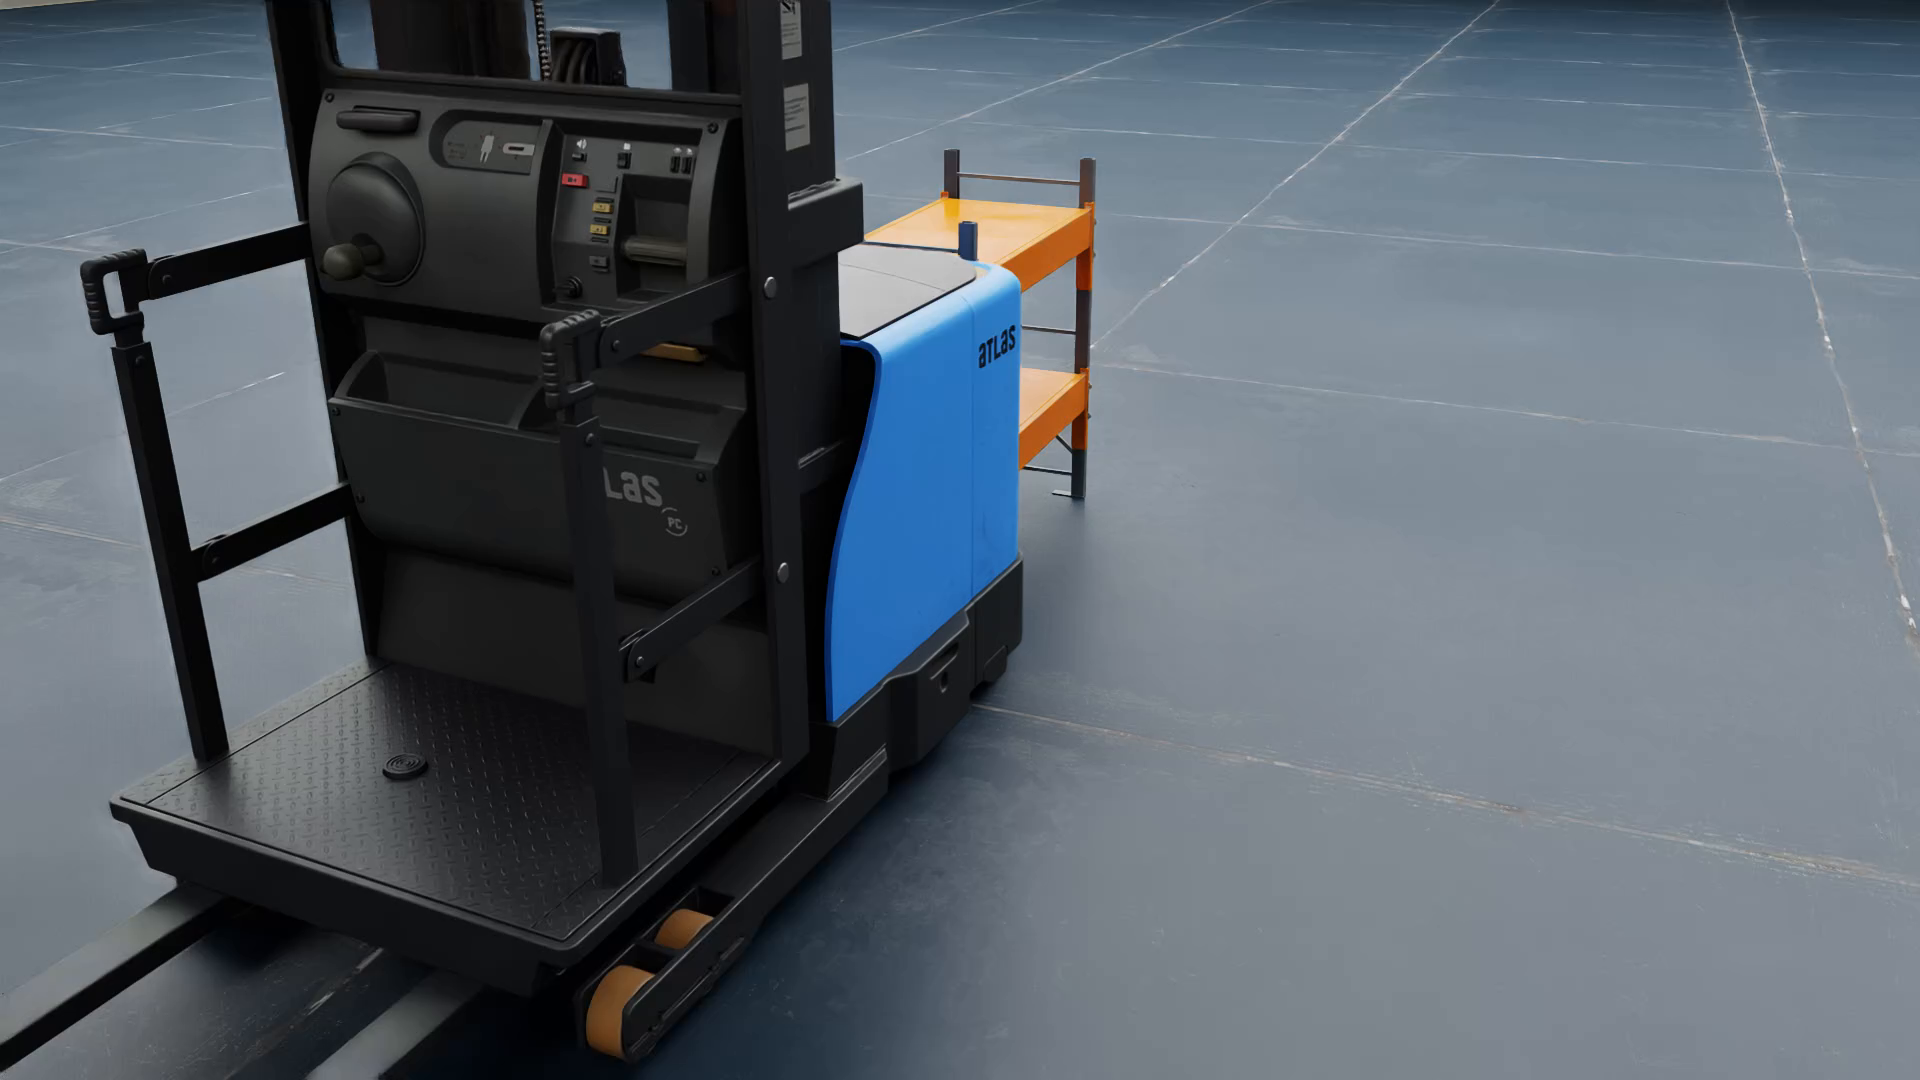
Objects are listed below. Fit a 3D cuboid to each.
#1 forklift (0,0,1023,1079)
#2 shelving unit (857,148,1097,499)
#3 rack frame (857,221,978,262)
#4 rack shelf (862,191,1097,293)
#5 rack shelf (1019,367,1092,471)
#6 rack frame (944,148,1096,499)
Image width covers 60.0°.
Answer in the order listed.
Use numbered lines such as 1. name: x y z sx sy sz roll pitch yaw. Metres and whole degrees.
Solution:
1. forklift: -0.925 -0.606 2.897 1.130 2.935 3.031 10 25 23
2. shelving unit: -0.003 -0.517 5.027 0.538 1.125 1.048 9 24 20
3. rack frame: -0.191 -0.335 4.592 0.500 1.125 0.032 9 24 20
4. rack shelf: -0.003 -0.787 4.915 0.538 0.278 1.000 9 24 20
5. rack shelf: -0.003 -0.291 5.122 0.538 0.278 1.000 9 24 20
6. rack frame: 0.186 -0.699 5.463 0.500 1.125 0.032 9 24 20
